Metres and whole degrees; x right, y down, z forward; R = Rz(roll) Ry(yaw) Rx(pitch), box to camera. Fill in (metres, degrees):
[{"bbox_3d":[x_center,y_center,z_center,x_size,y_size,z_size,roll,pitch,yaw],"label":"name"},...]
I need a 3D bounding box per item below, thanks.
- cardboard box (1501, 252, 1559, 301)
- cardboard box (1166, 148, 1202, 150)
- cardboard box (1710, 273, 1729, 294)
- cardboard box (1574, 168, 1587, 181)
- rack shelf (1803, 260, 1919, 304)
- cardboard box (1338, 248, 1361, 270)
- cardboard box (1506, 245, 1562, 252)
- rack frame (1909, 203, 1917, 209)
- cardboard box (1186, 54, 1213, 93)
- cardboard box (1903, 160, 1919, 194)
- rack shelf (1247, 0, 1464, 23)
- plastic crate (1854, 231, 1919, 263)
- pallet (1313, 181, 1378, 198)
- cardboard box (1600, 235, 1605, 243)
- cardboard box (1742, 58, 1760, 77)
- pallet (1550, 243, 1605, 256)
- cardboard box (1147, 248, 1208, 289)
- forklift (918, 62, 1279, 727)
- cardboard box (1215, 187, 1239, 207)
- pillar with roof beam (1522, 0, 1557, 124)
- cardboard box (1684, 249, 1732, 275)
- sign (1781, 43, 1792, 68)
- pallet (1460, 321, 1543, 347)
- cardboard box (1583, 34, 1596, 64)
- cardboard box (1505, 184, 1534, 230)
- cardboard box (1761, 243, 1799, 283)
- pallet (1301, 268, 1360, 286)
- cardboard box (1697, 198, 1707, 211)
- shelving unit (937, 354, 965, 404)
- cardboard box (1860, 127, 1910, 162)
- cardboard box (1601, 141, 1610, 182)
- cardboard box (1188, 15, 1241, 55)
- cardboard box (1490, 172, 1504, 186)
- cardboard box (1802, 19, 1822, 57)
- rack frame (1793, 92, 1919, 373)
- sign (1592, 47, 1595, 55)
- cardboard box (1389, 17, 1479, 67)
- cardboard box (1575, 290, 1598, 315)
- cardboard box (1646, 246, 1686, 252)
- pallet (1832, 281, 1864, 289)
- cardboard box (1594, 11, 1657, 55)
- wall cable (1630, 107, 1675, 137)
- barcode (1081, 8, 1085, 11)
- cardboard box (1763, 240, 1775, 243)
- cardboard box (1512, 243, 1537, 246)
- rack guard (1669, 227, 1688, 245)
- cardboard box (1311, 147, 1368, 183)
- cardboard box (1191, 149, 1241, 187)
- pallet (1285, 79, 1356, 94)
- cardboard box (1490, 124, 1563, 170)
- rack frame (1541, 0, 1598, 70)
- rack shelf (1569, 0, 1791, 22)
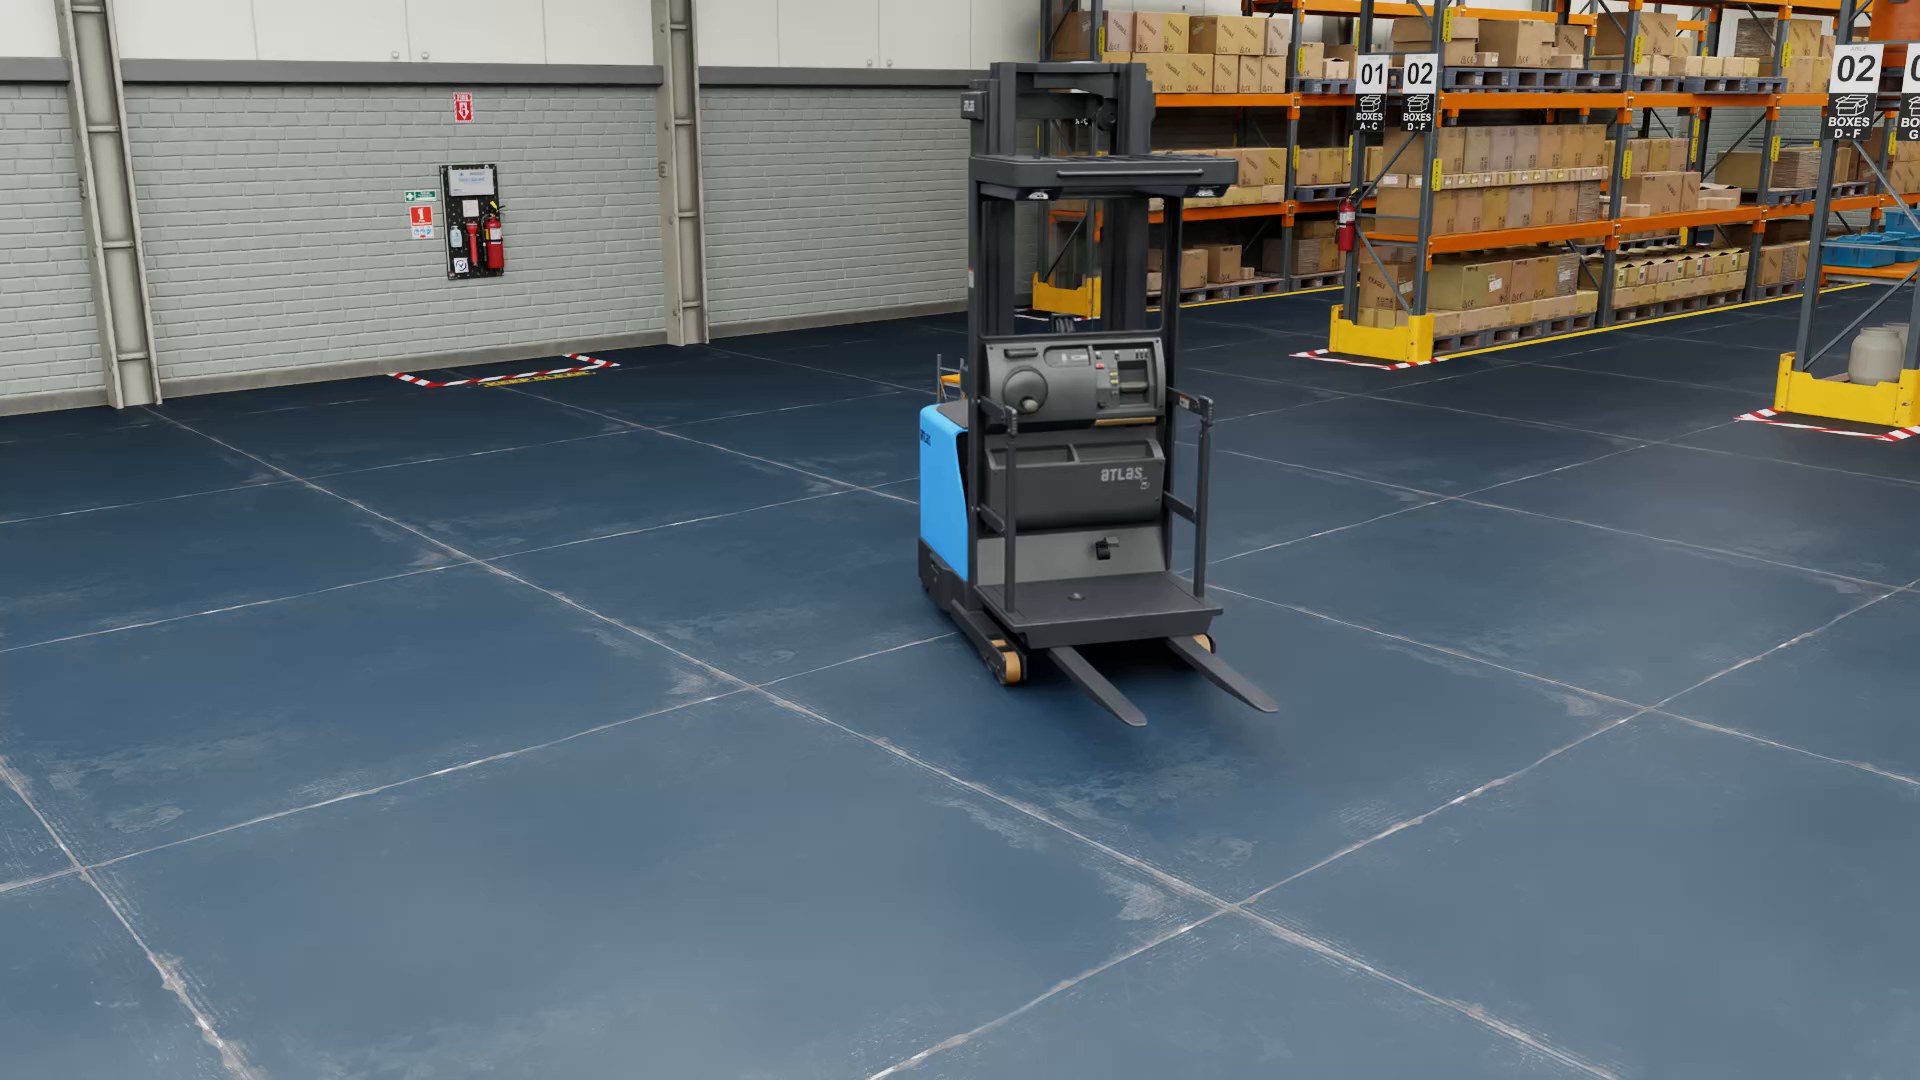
[{"bbox_3d":[6.712,-3.126,19.701,0.500,0.500,0.500,-13,19,-39],"label":"cardboard box"},{"bbox_3d":[3.160,-5.232,23.323,0.500,0.500,0.500,-12,19,-38],"label":"cardboard box"},{"bbox_3d":[10.073,-3.505,22.575,0.500,0.250,0.500,-13,20,-40],"label":"cardboard box"},{"bbox_3d":[7.230,-4.366,19.830,0.250,0.149,0.380,-13,20,-41],"label":"cardboard box"},{"bbox_3d":[9.418,-2.527,15.791,4.000,0.370,1.077,-13,19,-39],"label":"rack shelf"},{"bbox_3d":[5.736,-4.450,25.590,0.500,0.500,0.700,-12,19,-39],"label":"cardboard box"},{"bbox_3d":[7.123,-3.397,20.717,0.500,0.500,0.500,-13,19,-39],"label":"cardboard box"},{"bbox_3d":[16.731,-6.211,28.189,0.127,3.000,1.000,-13,19,-39],"label":"rack frame"},{"bbox_3d":[3.030,-6.247,22.279,0.500,0.500,0.500,-11,19,-36],"label":"cardboard box"},{"bbox_3d":[14.661,-5.702,26.091,0.500,0.500,0.500,-12,19,-38],"label":"cardboard box"},{"bbox_3d":[5.932,-7.838,24.825,4.000,0.370,1.077,-13,19,-39],"label":"rack shelf"},{"bbox_3d":[8.584,-2.715,15.392,0.408,0.251,0.499,-13,19,-39],"label":"plastic crate"},{"bbox_3d":[5.975,-5.383,25.463,1.213,0.211,1.003,-13,19,-39],"label":"pallet"},{"bbox_3d":[11.471,-5.683,30.244,0.500,0.500,0.700,-13,20,-40],"label":"cardboard box"},{"bbox_3d":[10.391,-6.347,22.365,0.500,0.250,0.500,14,21,43],"label":"cardboard box"},{"bbox_3d":[11.084,-5.263,30.045,1.213,0.211,1.003,-13,19,-39],"label":"pallet"},{"bbox_3d":[3.004,-3.780,23.079,0.500,0.500,0.700,-14,21,-43],"label":"cardboard box"},{"bbox_3d":[0.644,-0.820,8.141,1.130,2.935,3.031,-4,15,-15],"label":"forklift"},{"bbox_3d":[3.515,-4.769,23.042,0.500,0.250,0.500,-13,20,-40],"label":"cardboard box"},{"bbox_3d":[13.245,-8.844,26.423,0.400,9.000,9.100,-13,19,-39],"label":"pillar with roof beam"},{"bbox_3d":[10.075,-3.775,22.498,0.500,0.311,0.500,-13,20,-40],"label":"cardboard box"},{"bbox_3d":[11.054,-6.483,22.242,0.005,0.325,0.100,-13,19,-39],"label":"sign"},{"bbox_3d":[6.130,-2.496,19.687,1.213,0.211,1.003,-13,19,-39],"label":"pallet"},{"bbox_3d":[11.181,-8.553,28.977,0.500,0.500,0.500,-13,20,-40],"label":"cardboard box"},{"bbox_3d":[6.187,-3.888,19.300,0.500,0.500,0.700,-12,19,-38],"label":"cardboard box"},{"bbox_3d":[11.618,-3.972,23.798,0.500,0.500,0.500,-14,20,-41],"label":"cardboard box"},{"bbox_3d":[5.931,-4.134,25.819,1.213,0.211,1.003,-13,19,-39],"label":"pallet"},{"bbox_3d":[9.771,-4.507,22.298,0.250,0.149,0.380,-11,18,-35],"label":"cardboard box"},{"bbox_3d":[0.125,-0.608,10.700,0.503,1.200,0.258,-13,19,-39],"label":"shelving unit"},{"bbox_3d":[14.254,-6.090,25.604,0.500,0.500,0.500,-12,19,-38],"label":"cardboard box"},{"bbox_3d":[10.879,-6.731,29.554,0.700,0.700,0.980,-12,19,-39],"label":"cardboard box"},{"bbox_3d":[3.430,-6.809,22.446,0.500,0.500,0.500,-14,20,-41],"label":"cardboard box"},{"bbox_3d":[5.876,-4.062,18.693,0.250,0.149,0.380,-14,20,-41],"label":"cardboard box"},{"bbox_3d":[11.799,-7.082,23.505,0.500,0.500,0.500,-13,19,-39],"label":"cardboard box"},{"bbox_3d":[7.910,-2.535,14.429,0.127,3.000,1.000,-13,19,-39],"label":"rack frame"},{"bbox_3d":[10.822,-8.244,28.377,0.005,0.325,0.100,-13,19,-39],"label":"sign"},{"bbox_3d":[5.097,-5.366,17.931,0.637,0.503,0.797,-11,18,-36],"label":"cardboard box"},{"bbox_3d":[7.472,-2.931,20.426,0.500,0.250,0.500,-13,19,-39],"label":"cardboard box"},{"bbox_3d":[9.717,-3.879,22.886,0.500,0.311,0.500,-13,20,-41],"label":"cardboard box"},{"bbox_3d":[13.125,-4.041,25.469,1.213,0.211,1.003,-13,19,-39],"label":"pallet"},{"bbox_3d":[8.170,-6.217,20.422,0.500,0.500,0.500,-12,19,-39],"label":"cardboard box"},{"bbox_3d":[13.821,-8.066,33.168,1.851,1.984,0.084,-13,19,-39],"label":"wall cable"},{"bbox_3d":[1.614,-6.952,21.858,0.075,0.075,0.001,-13,19,-39],"label":"barcode"},{"bbox_3d":[11.638,-4.152,24.474,0.500,0.500,0.500,-14,20,-41],"label":"cardboard box"},{"bbox_3d":[9.385,-5.375,28.411,0.750,0.750,0.750,-12,19,-38],"label":"cardboard box"},{"bbox_3d":[13.494,-5.971,32.135,0.348,0.500,1.175,-13,19,-39],"label":"rack guard"},{"bbox_3d":[5.733,-5.693,25.205,0.500,0.500,0.700,-10,18,-32],"label":"cardboard box"},{"bbox_3d":[3.510,-5.132,22.949,0.500,0.500,0.500,-13,20,-41],"label":"cardboard box"},{"bbox_3d":[4.959,-6.584,24.138,1.003,0.211,1.213,-13,19,-39],"label":"pallet"},{"bbox_3d":[6.589,-4.606,19.474,0.500,0.500,0.700,-13,20,-39],"label":"cardboard box"},{"bbox_3d":[10.459,-9.395,28.486,0.127,3.000,1.000,-13,19,-39],"label":"rack frame"},{"bbox_3d":[9.187,-6.874,21.217,4.000,0.370,1.077,-13,19,-39],"label":"rack shelf"}]
